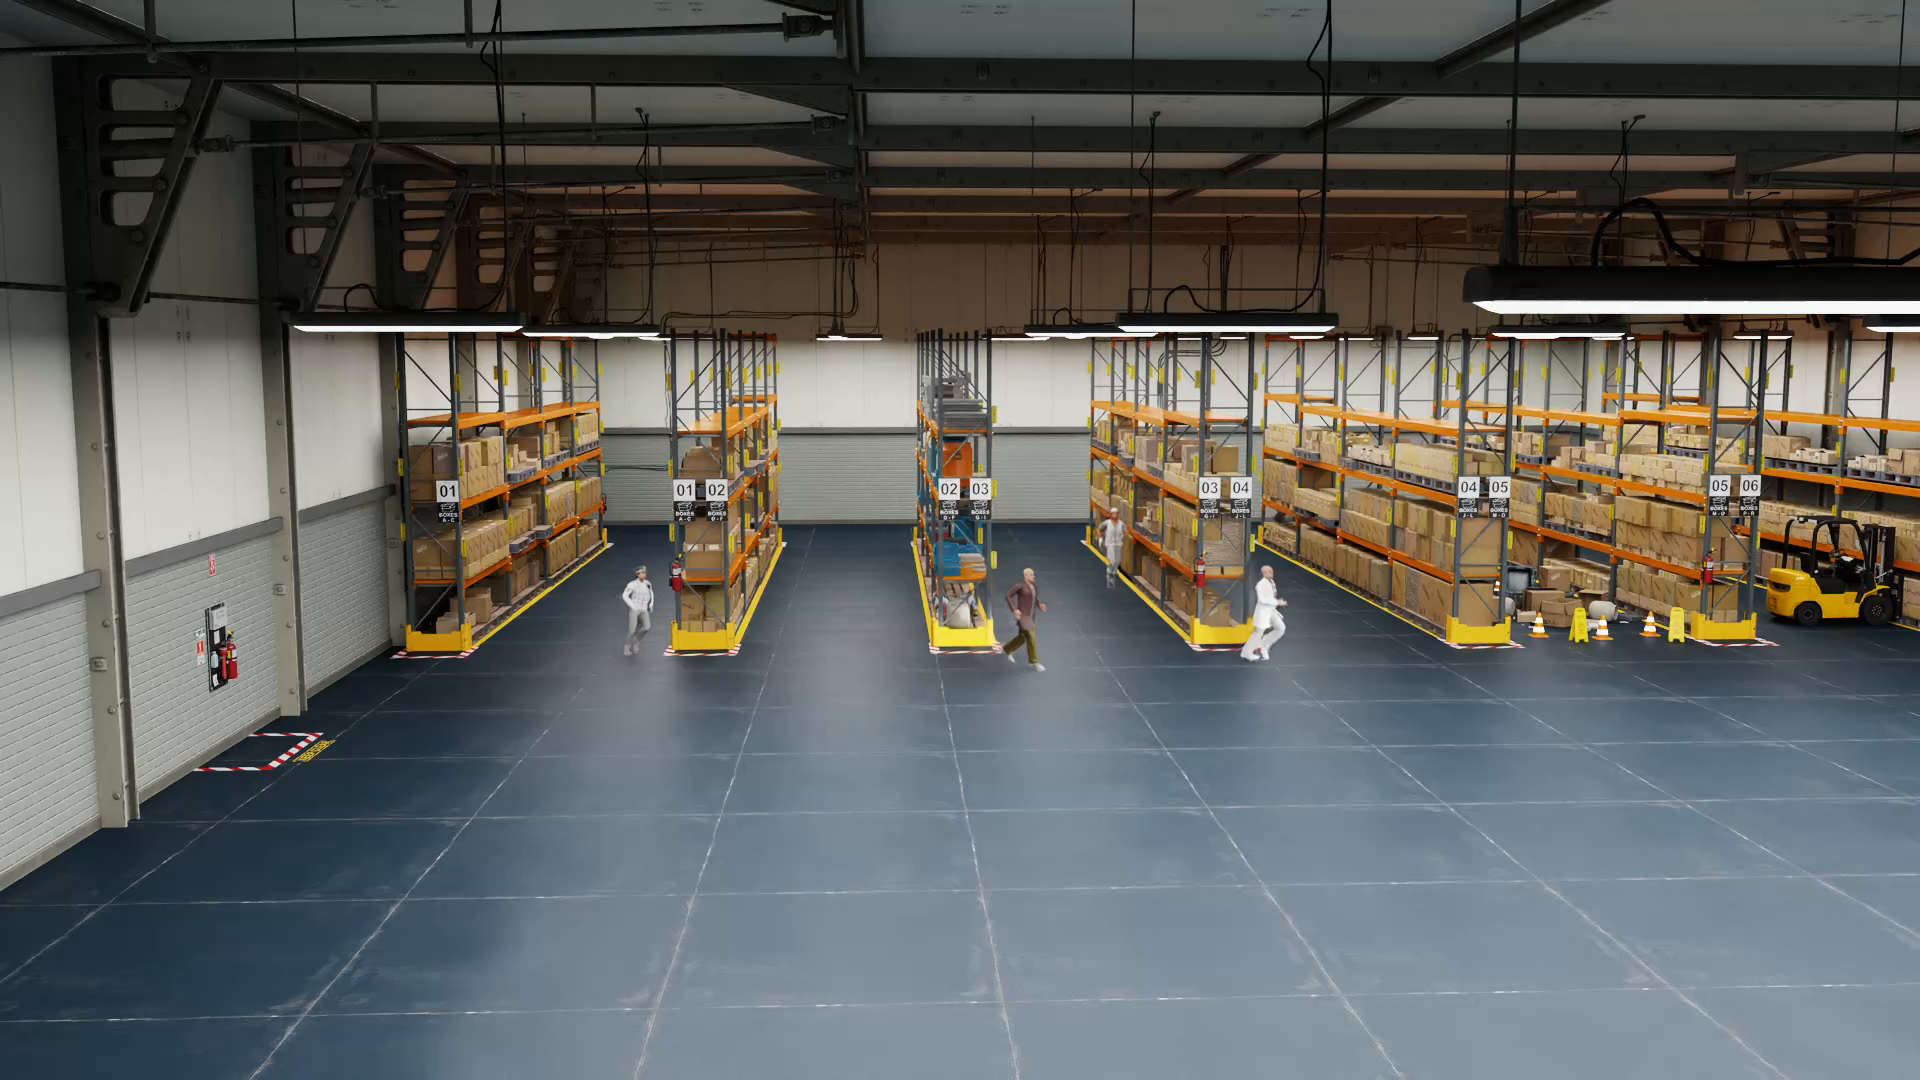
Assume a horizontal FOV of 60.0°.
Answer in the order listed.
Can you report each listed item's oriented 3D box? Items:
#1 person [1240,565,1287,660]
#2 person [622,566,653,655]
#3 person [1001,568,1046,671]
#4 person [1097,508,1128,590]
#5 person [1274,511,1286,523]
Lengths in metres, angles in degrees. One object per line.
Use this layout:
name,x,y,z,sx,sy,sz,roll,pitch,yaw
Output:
person,5.527,1.312,29.985,0.892,1.734,0.732,5,9,38
person,-5.905,1.293,30.747,0.680,1.643,0.550,-5,8,-35
person,1.125,1.382,29.444,1.021,1.794,0.673,5,8,34
person,3.433,0.196,37.048,0.641,1.837,0.690,-2,7,-13
person,9.514,-0.879,49.279,0.590,1.680,0.754,5,8,34
